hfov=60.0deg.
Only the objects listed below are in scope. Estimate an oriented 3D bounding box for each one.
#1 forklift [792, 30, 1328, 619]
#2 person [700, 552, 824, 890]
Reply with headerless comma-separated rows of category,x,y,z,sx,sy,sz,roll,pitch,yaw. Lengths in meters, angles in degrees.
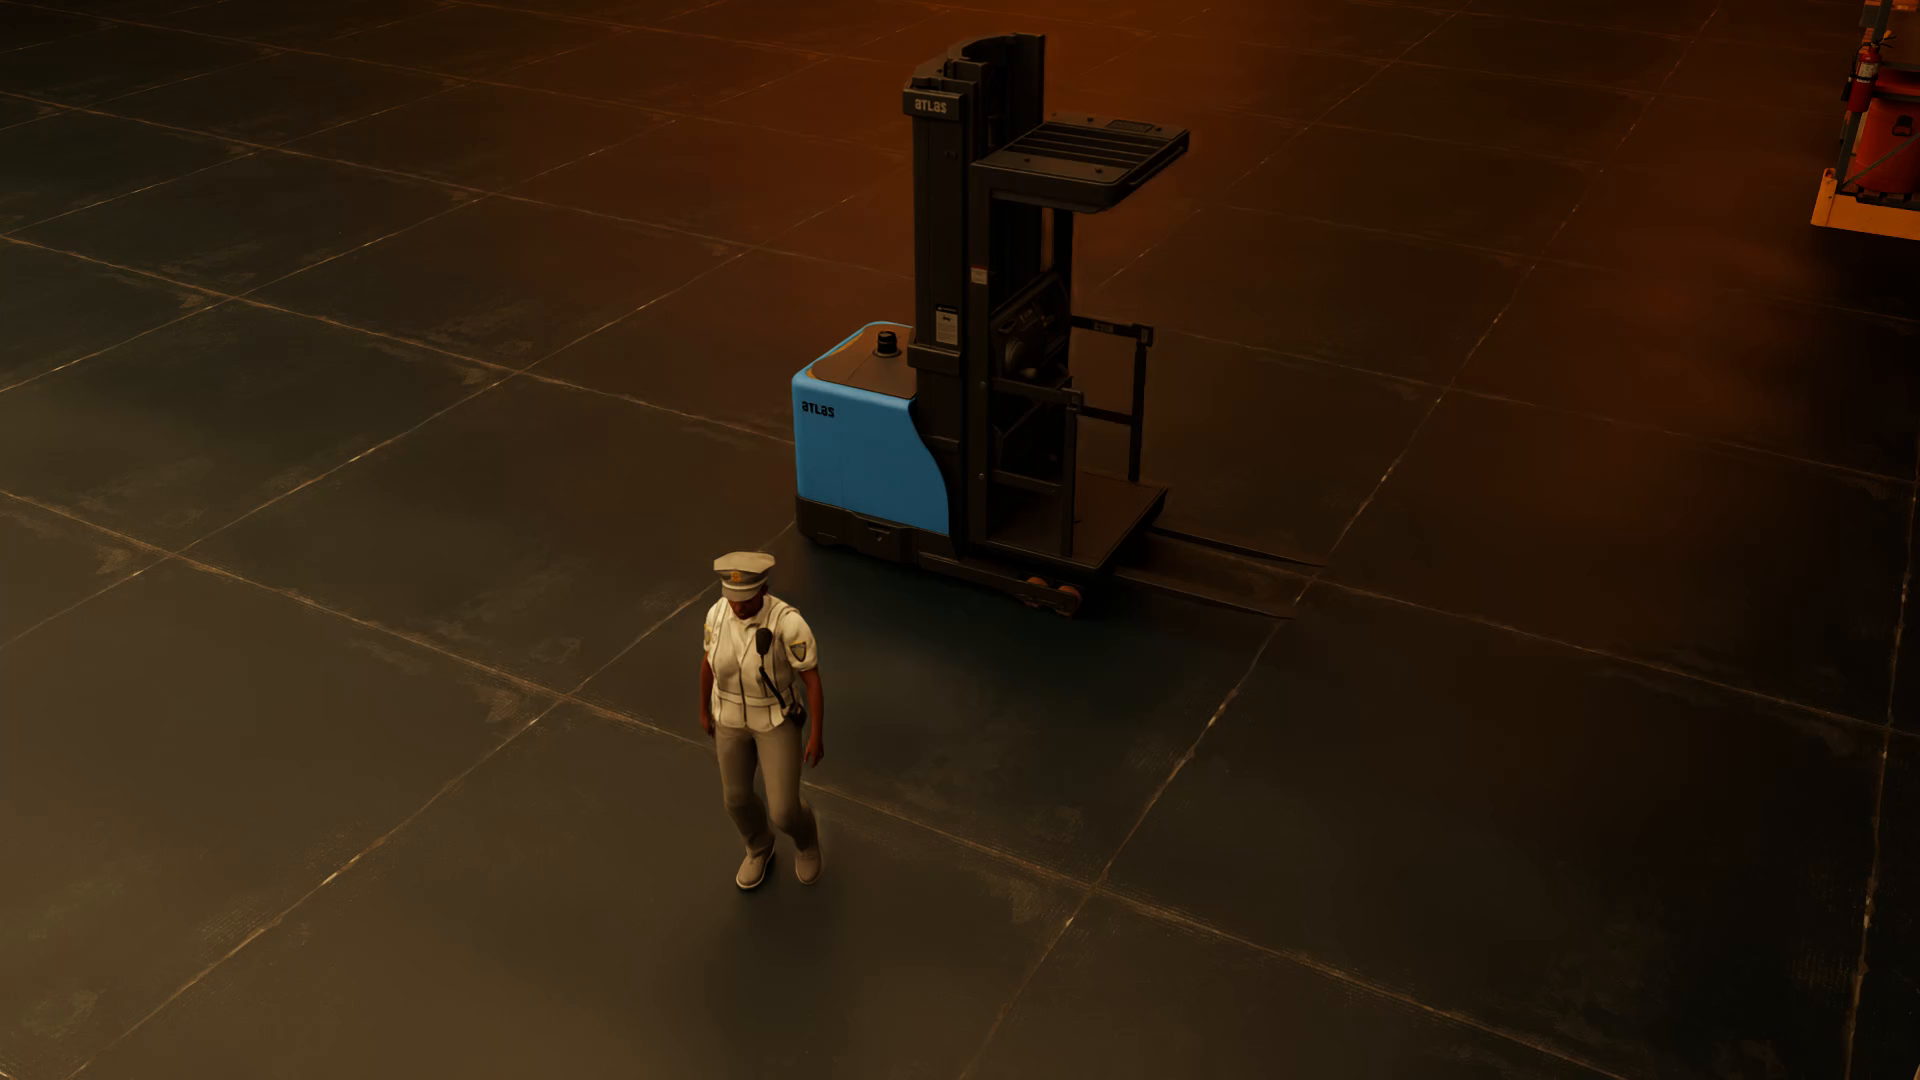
forklift,0.571,-1.152,9.066,3.031,2.935,1.130,14,33,23
person,-0.853,0.795,6.983,0.595,1.646,0.449,8,31,13
